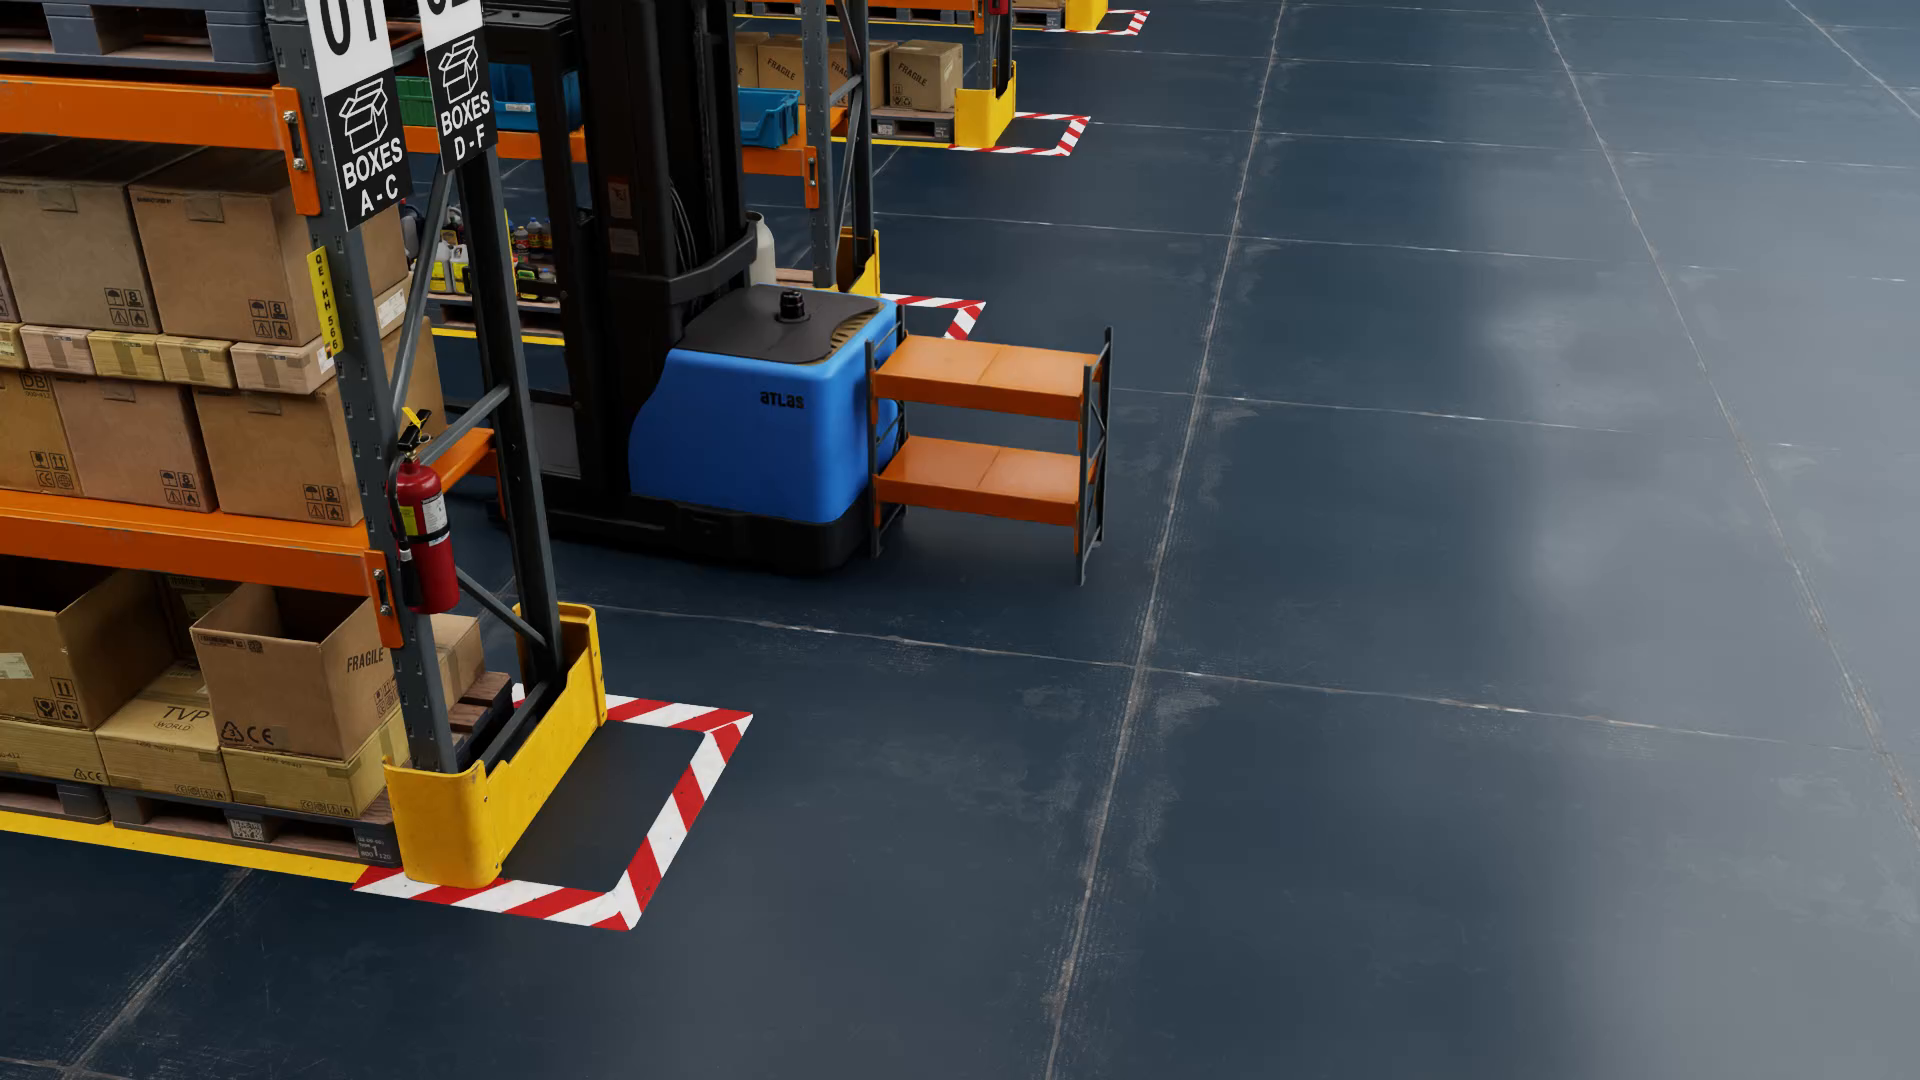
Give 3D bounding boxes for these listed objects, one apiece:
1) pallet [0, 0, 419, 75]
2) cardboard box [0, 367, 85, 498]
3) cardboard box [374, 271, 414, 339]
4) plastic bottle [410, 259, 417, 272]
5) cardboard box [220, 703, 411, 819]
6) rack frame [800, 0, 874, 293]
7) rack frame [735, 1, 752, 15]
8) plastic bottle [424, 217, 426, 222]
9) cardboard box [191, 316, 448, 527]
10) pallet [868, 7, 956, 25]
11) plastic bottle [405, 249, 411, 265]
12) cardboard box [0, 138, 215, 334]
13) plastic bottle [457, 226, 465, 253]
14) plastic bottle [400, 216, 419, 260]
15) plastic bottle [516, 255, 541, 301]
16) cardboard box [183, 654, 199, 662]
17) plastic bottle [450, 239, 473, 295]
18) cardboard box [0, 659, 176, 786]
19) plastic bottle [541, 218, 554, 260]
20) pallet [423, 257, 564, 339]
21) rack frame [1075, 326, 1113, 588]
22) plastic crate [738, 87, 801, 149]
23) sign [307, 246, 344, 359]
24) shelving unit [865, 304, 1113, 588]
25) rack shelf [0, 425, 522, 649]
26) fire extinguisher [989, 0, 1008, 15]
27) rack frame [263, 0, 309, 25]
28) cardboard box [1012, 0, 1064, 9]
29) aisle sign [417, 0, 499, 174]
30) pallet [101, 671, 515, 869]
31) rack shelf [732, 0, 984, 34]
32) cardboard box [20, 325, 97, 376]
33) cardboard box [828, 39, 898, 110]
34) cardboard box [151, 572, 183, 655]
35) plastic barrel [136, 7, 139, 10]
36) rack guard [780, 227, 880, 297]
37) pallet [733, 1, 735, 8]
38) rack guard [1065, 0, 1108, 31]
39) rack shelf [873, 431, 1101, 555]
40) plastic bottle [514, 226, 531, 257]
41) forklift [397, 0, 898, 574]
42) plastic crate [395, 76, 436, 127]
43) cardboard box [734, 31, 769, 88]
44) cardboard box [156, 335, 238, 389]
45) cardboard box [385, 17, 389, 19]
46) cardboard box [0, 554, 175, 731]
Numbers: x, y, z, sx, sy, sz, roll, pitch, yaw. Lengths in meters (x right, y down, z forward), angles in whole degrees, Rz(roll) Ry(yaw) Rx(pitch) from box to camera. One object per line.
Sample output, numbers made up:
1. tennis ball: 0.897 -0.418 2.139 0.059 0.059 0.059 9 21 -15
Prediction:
1. pallet: -2.453 -1.711 5.220 1.213 0.211 1.003 6 29 11
2. cardboard box: -3.219 -0.550 6.028 0.500 0.500 0.700 6 29 11
3. cardboard box: -2.105 -0.820 5.844 0.250 0.149 0.380 6 29 10
4. plastic bottle: -3.481 -1.709 10.704 0.097 0.201 0.097 0 29 0
5. cardboard box: -2.353 0.756 6.171 0.500 0.250 0.500 6 29 11
6. rack frame: -0.729 -2.677 10.015 0.127 3.000 1.000 6 29 11
7. rack frame: -2.471 -7.723 19.233 0.127 3.000 1.000 6 29 11
8. plastic bottle: -3.595 -2.134 11.395 0.133 0.283 0.061 8 30 14
9. cardboard box: -2.220 -0.447 5.840 0.500 0.500 0.700 6 29 11
10. pallet: -0.547 -6.266 19.475 1.213 0.211 1.003 6 29 11
11. plastic bottle: -3.601 -1.782 10.764 0.097 0.271 0.097 0 29 0
12. cardboard box: -2.788 -1.072 5.629 0.500 0.500 0.700 5 29 9
13. plastic bottle: -3.310 -2.030 11.205 0.133 0.283 0.061 6 29 11
14. plastic bottle: -3.769 -2.055 11.259 0.135 0.276 0.152 6 29 11
15. plastic bottle: -2.734 -1.660 10.528 0.133 0.283 0.061 7 29 12
16. cardboard box: -2.734 0.464 6.704 0.500 0.250 0.500 6 29 11
17. plastic bottle: -3.155 -1.753 10.628 0.185 0.351 0.144 7 29 13
18. cardboard box: -3.334 0.662 6.343 0.500 0.250 0.500 6 29 11
19. plastic bottle: -2.772 -2.035 11.227 0.097 0.271 0.097 0 29 0
20. pallet: -2.796 -1.646 11.037 1.213 0.211 1.003 6 29 11
21. rack frame: 0.627 -0.385 7.782 0.032 1.125 0.500 8 30 14
22. plastic crate: -1.280 -2.521 9.886 0.616 0.251 0.499 6 29 11
23. sign: -1.893 -0.709 4.969 0.005 0.325 0.100 6 29 11
24. shelving unit: 0.139 -0.453 7.905 1.048 1.125 0.538 8 30 14
25. rack shelf: -3.722 -0.236 6.306 4.000 0.370 1.077 6 29 11
26. fire extinguisher: 0.322 -4.741 13.866 0.183 0.674 0.296 6 29 11
27. rack frame: -1.767 -2.982 4.326 0.127 3.000 1.000 6 29 11
28. cardboard box: 0.763 -6.611 18.977 0.875 0.875 0.875 6 29 11
29. aisle sign: -1.638 -1.628 5.394 0.004 0.787 0.394 6 29 11
30. pallet: -2.523 0.815 6.541 1.213 0.211 1.003 6 29 11
31. rack shelf: -1.650 -4.888 14.803 4.000 0.370 1.077 6 29 11
32. cardboard box: -2.932 -0.705 5.635 0.250 0.149 0.380 6 29 11
33. cardboard box: -0.893 -4.205 14.972 0.500 0.500 0.500 14 32 24
34. cardboard box: -3.226 0.091 6.606 0.500 0.500 0.500 6 29 11
35. plastic barrel: -5.530 -3.336 11.079 0.433 0.535 0.433 0 29 0
36. rack guard: -0.813 -1.566 10.589 0.348 0.500 1.175 6 29 11
37. pallet: -3.242 -6.542 19.979 1.213 0.211 1.003 6 29 11
38. rack guard: 1.464 -6.223 19.096 0.348 0.500 1.175 6 29 11
39. rack shelf: 0.139 -0.238 8.023 1.000 0.278 0.538 8 30 14
40. plastic bottle: -2.966 -2.025 11.280 0.097 0.201 0.097 0 29 0
41. forklift: -1.848 -1.541 8.013 3.031 2.935 1.130 9 30 17
42. plastic crate: -3.372 -2.716 10.308 0.662 0.188 0.450 6 29 11
43. cardboard box: -2.038 -4.353 15.244 0.500 0.500 0.500 3 29 6
44. cardboard box: -2.436 -0.654 5.541 0.250 0.149 0.380 7 29 12
45. cardboard box: -5.757 -4.740 15.930 0.500 0.500 0.700 8 30 15
46. cardboard box: -3.334 0.335 6.160 0.500 0.500 0.500 6 29 11
